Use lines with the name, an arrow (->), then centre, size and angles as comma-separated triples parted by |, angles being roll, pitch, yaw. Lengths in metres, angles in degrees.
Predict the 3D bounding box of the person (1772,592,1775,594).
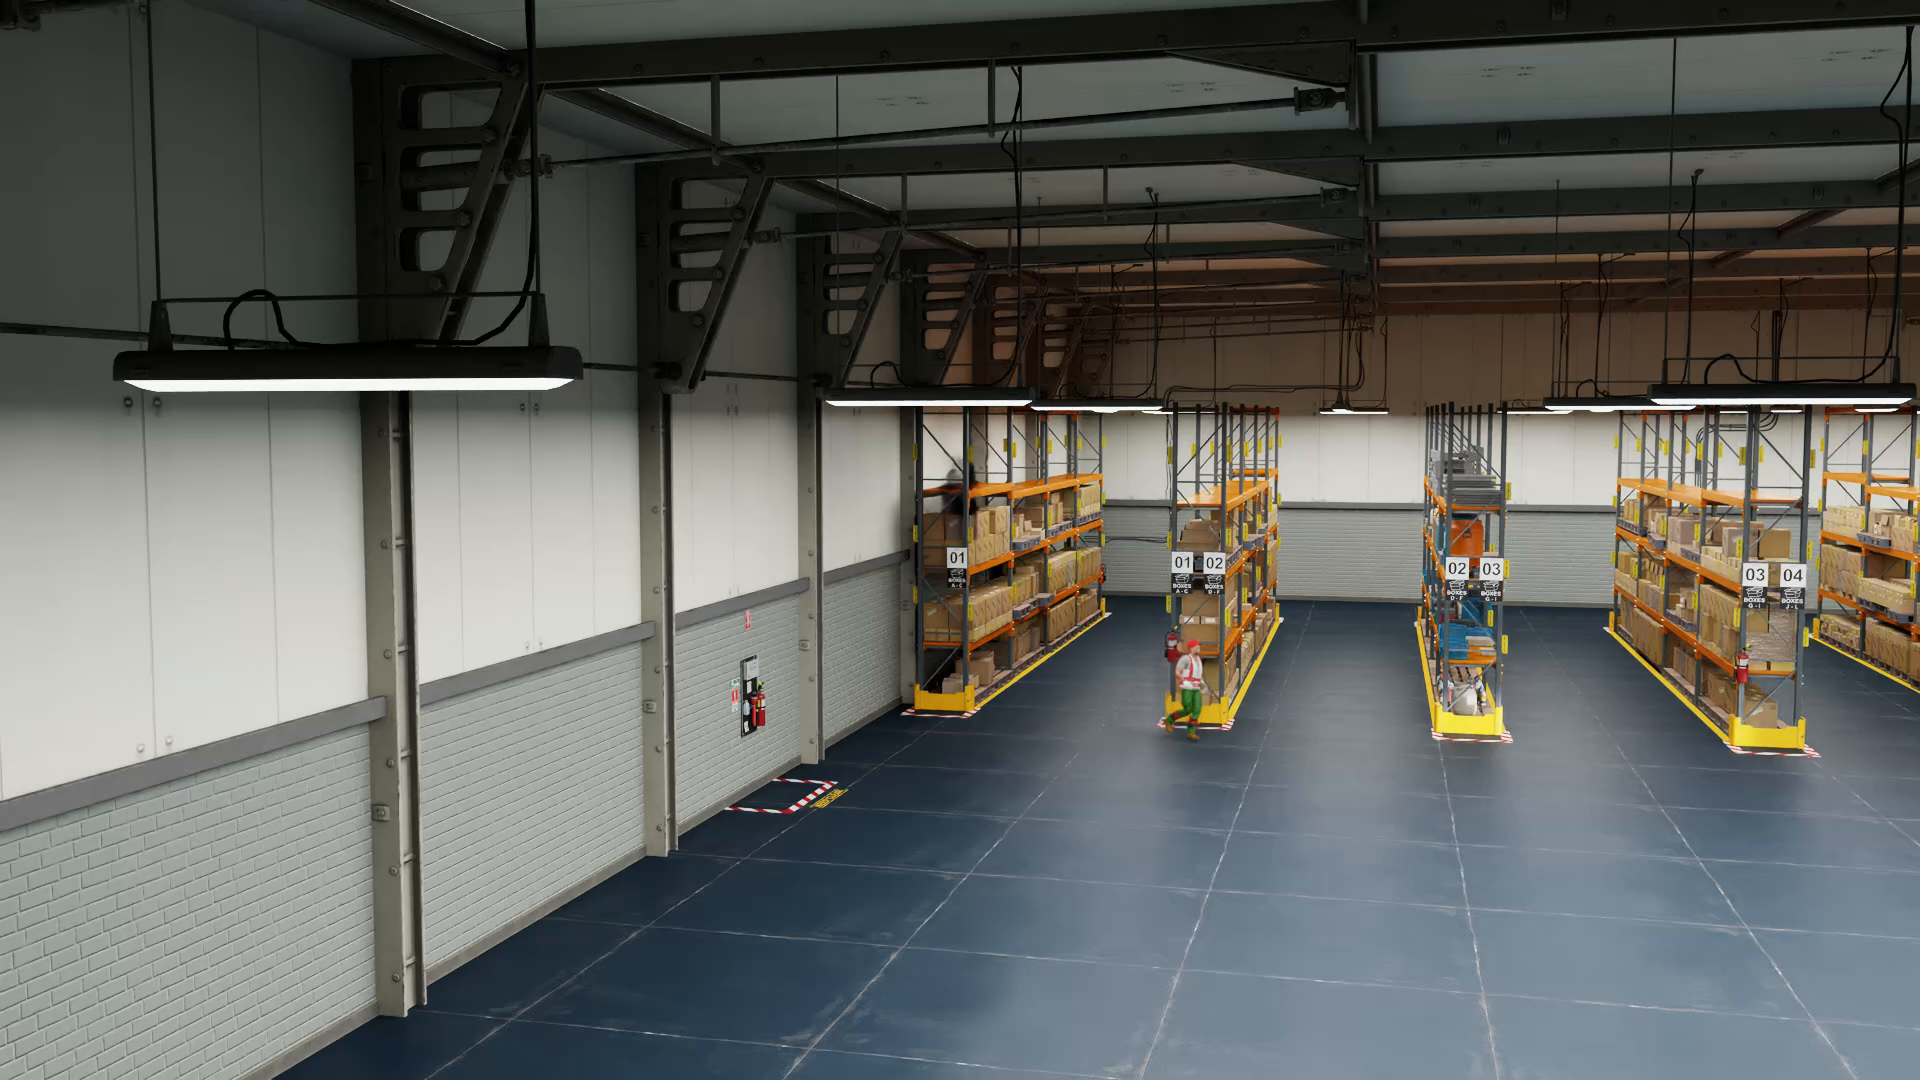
person -> 21.224, 1.657, 43.833 | 0.692, 1.703, 0.813 | -3, 5, -33

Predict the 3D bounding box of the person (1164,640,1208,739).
person -> 4.129, 2.654, 29.774 | 0.715, 1.742, 0.761 | -4, 6, -44
